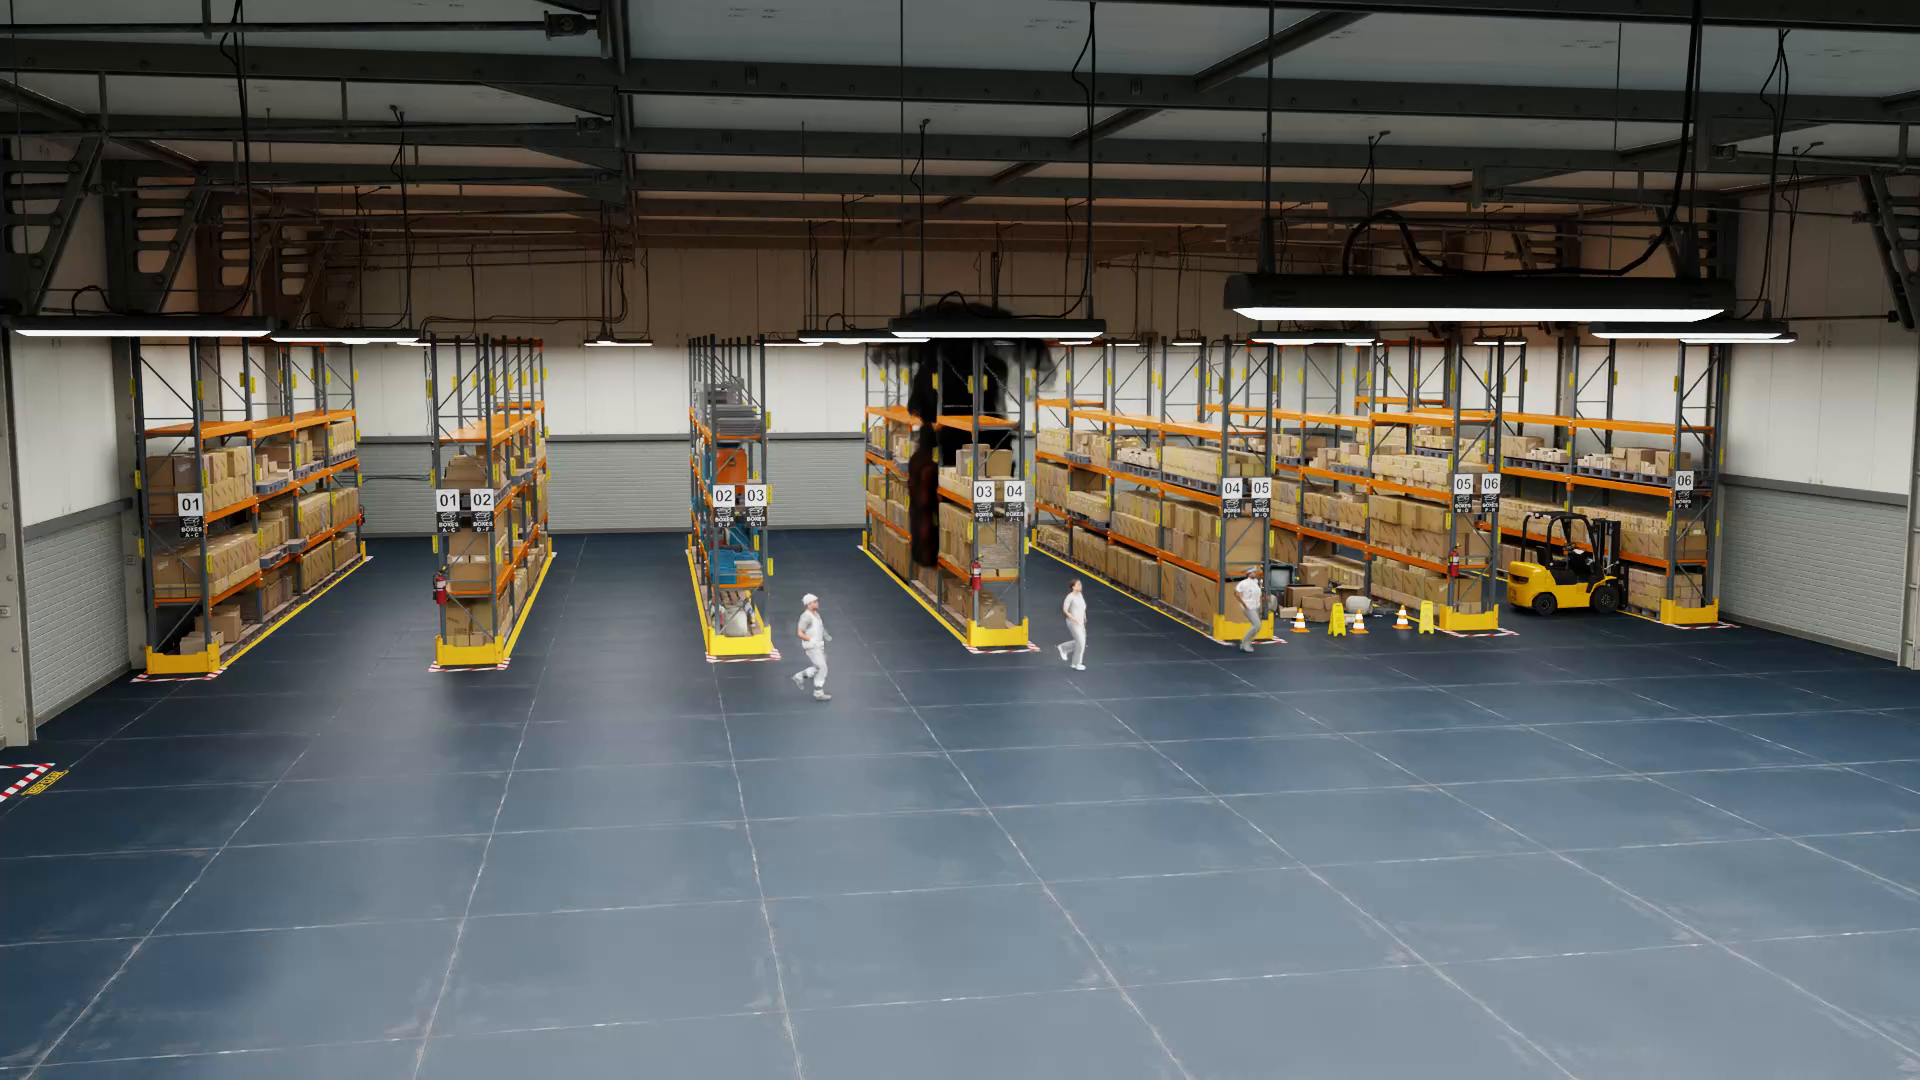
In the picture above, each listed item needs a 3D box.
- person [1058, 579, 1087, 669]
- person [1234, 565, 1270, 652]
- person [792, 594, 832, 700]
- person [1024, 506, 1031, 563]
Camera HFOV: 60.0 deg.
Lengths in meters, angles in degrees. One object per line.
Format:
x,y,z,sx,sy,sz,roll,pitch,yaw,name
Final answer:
2.015,1.493,29.967,0.632,1.634,0.589,5,8,35,person
5.556,1.297,31.461,0.579,1.673,0.580,6,9,42,person
-2.441,1.748,27.196,0.701,1.742,0.659,2,7,13,person
1.614,-0.301,45.002,0.716,1.780,0.934,-2,7,-14,person
